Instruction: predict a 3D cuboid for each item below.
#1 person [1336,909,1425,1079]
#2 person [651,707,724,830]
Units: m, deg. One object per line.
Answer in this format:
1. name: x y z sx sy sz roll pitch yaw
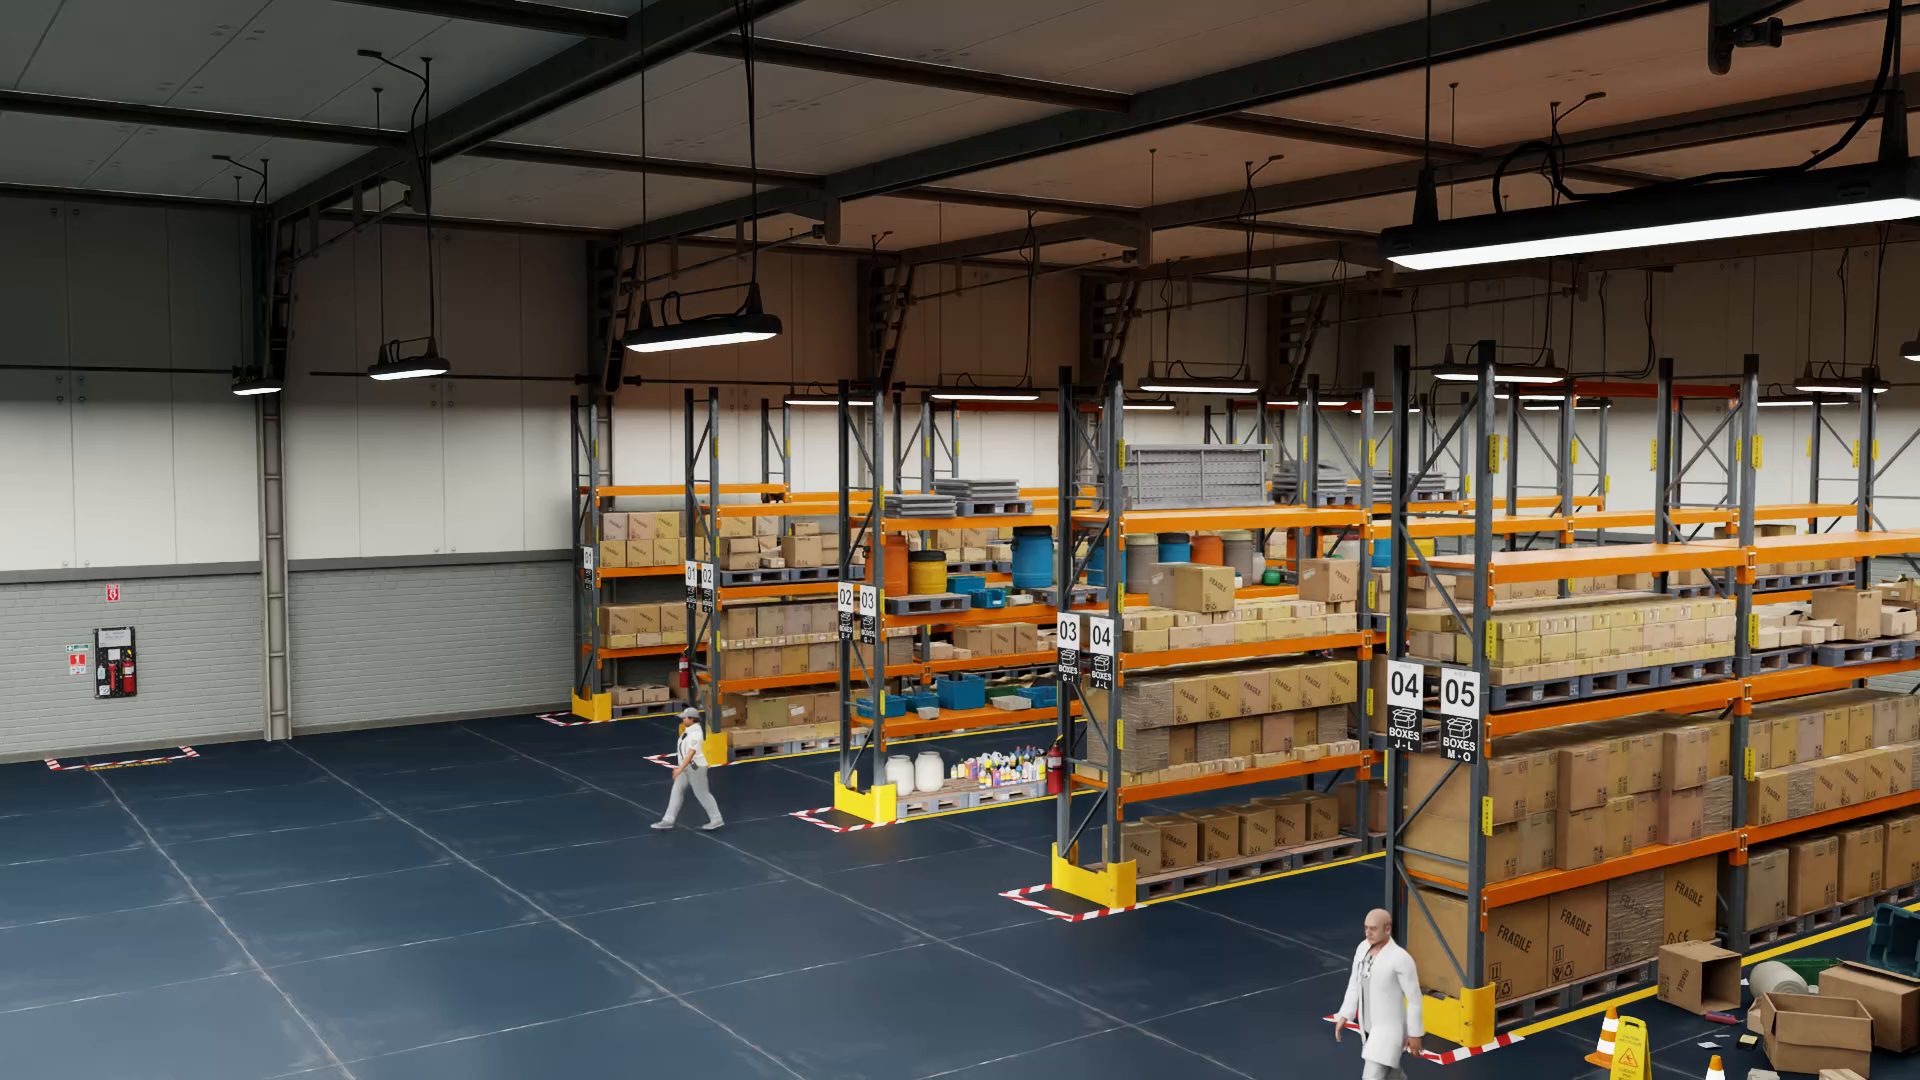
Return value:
1. person: 2.991 3.547 12.050 0.969 1.731 0.594 -1 4 -20
2. person: -3.602 3.015 21.938 0.949 1.611 0.501 -1 4 -20
